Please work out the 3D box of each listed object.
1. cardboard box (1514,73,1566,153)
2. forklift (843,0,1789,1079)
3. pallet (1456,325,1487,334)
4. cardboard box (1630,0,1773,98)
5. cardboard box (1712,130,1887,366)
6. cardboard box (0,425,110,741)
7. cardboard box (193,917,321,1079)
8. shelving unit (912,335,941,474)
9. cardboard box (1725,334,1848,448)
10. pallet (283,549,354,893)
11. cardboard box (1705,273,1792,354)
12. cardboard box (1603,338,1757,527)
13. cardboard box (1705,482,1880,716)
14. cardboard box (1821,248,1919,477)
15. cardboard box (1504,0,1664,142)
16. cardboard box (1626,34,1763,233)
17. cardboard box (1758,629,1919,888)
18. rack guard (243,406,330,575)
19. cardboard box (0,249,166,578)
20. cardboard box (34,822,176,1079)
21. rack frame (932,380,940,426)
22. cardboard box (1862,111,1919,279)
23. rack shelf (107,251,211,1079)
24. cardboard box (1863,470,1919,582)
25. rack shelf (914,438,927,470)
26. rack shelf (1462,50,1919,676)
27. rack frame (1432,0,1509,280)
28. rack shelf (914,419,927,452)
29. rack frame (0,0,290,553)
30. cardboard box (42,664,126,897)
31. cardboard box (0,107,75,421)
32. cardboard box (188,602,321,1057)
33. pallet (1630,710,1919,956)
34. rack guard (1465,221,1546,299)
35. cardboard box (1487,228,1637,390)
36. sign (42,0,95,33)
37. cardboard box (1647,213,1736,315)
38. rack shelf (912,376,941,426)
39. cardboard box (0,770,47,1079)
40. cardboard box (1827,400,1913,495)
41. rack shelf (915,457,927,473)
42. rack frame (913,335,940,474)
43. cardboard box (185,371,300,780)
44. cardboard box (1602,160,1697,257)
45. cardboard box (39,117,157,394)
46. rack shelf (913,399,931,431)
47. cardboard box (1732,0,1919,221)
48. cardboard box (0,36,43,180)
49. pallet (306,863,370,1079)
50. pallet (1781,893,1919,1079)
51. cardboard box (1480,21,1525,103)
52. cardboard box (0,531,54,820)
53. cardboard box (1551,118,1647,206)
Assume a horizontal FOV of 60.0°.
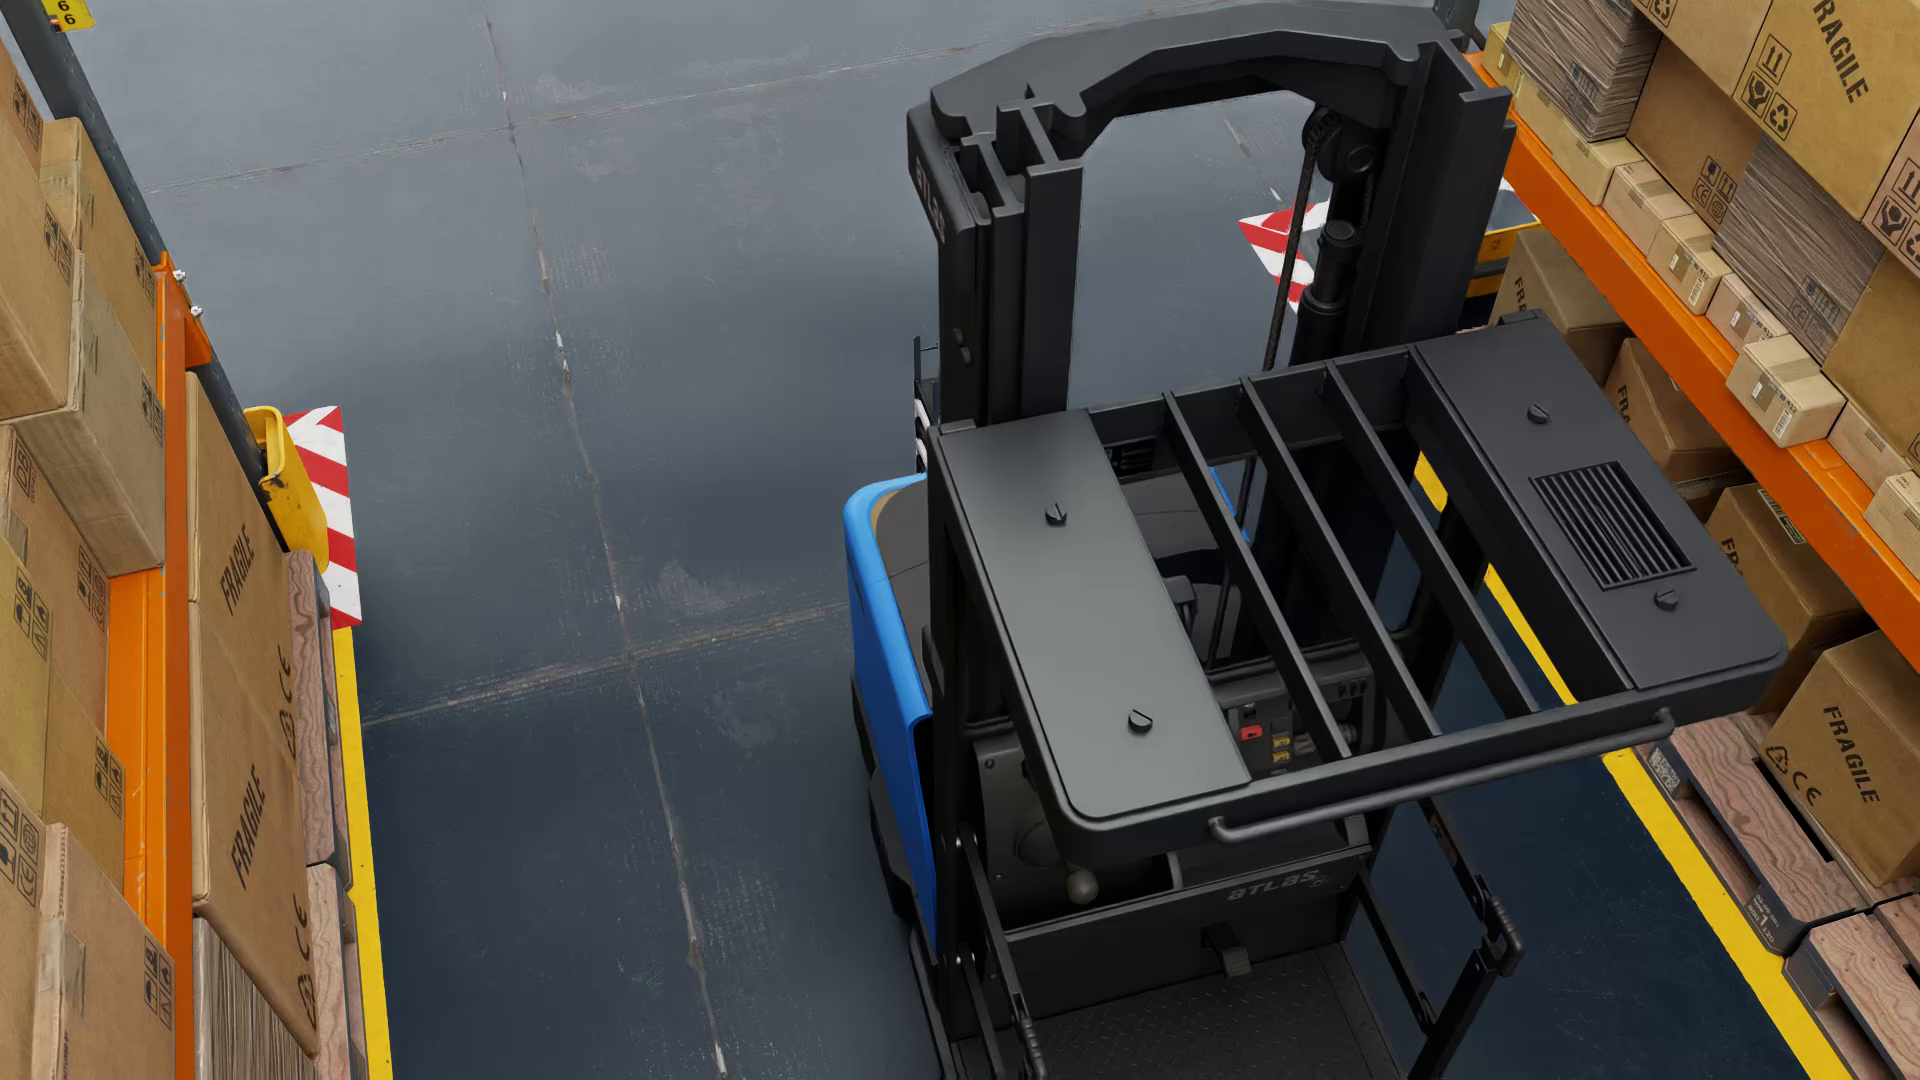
[{"bbox_3d":[1.939,-1.340,5.082,0.380,0.149,0.250,-13,51,-11],"label":"cardboard box"},{"bbox_3d":[0.549,0.600,3.327,1.130,2.935,3.031,-12,51,-10],"label":"forklift"},{"bbox_3d":[2.256,-0.315,5.877,1.003,0.211,1.213,-13,51,-11],"label":"pallet"},{"bbox_3d":[2.071,-1.491,4.131,0.500,0.500,0.500,-13,51,-11],"label":"cardboard box"},{"bbox_3d":[2.533,-0.878,4.268,0.875,0.500,0.500,-13,51,-11],"label":"cardboard box"},{"bbox_3d":[-2.359,0.224,3.501,0.875,0.550,0.550,-13,51,-11],"label":"cardboard box"},{"bbox_3d":[-1.947,1.515,3.626,0.875,0.875,0.875,-13,51,-11],"label":"cardboard box"},{"bbox_3d":[0.002,-0.284,5.401,0.258,0.900,0.210,-13,51,-11],"label":"shelving unit"},{"bbox_3d":[2.235,-0.410,4.298,0.380,0.149,0.250,-13,51,-11],"label":"cardboard box"},{"bbox_3d":[-2.430,0.642,5.071,1.003,0.211,1.213,-13,51,-11],"label":"pallet"},{"bbox_3d":[2.260,-0.616,4.472,0.380,0.149,0.250,-13,51,-11],"label":"cardboard box"},{"bbox_3d":[2.405,-0.311,5.411,0.500,0.500,0.500,-2,50,-1],"label":"cardboard box"},{"bbox_3d":[2.572,0.150,5.022,0.500,0.500,0.500,-9,50,-8],"label":"cardboard box"},{"bbox_3d":[2.669,-0.510,3.958,0.875,0.500,0.500,-13,51,-11],"label":"cardboard box"},{"bbox_3d":[2.163,-1.591,4.869,0.875,0.500,0.500,-13,51,-11],"label":"cardboard box"},{"bbox_3d":[2.426,-1.253,4.584,0.875,0.500,0.500,-13,51,-11],"label":"cardboard box"},{"bbox_3d":[2.695,0.568,4.670,0.500,0.500,0.500,-17,52,-14],"label":"cardboard box"},{"bbox_3d":[-2.748,-0.035,5.452,1.175,0.500,0.348,-13,51,-11],"label":"rack guard"},{"bbox_3d":[-2.404,-0.214,3.870,0.875,0.550,0.550,-13,51,-11],"label":"cardboard box"},{"bbox_3d":[-1.910,0.966,2.876,0.875,0.550,0.550,-13,51,-11],"label":"cardboard box"},{"bbox_3d":[0.032,-0.210,5.338,0.240,0.900,0.006,-13,51,-11],"label":"rack frame"},{"bbox_3d":[2.373,-0.762,3.517,0.500,0.500,0.500,-13,51,-11],"label":"cardboard box"},{"bbox_3d":[-2.150,0.870,3.525,1.077,0.370,4.000,-13,51,-11],"label":"rack shelf"},{"bbox_3d":[2.436,-0.057,4.001,0.380,0.149,0.250,-13,51,-11],"label":"cardboard box"},{"bbox_3d":[0.002,-0.263,5.426,0.258,0.077,0.200,-13,51,-11],"label":"rack shelf"},{"bbox_3d":[2.619,-0.178,4.409,1.077,0.370,4.000,-13,51,-11],"label":"rack shelf"},{"bbox_3d":[2.027,-1.870,5.365,1.000,3.000,0.127,-13,51,-11],"label":"rack frame"},{"bbox_3d":[0.002,-0.321,5.358,0.258,0.077,0.200,-13,51,-11],"label":"rack shelf"},{"bbox_3d":[-2.741,-0.823,4.482,1.000,3.000,0.127,-13,51,-11],"label":"rack frame"},{"bbox_3d":[-2.163,0.602,3.183,0.875,0.550,0.500,-13,51,-11],"label":"cardboard box"},{"bbox_3d":[-2.417,-0.559,3.455,0.875,0.550,0.550,-13,51,-11],"label":"cardboard box"},{"bbox_3d":[-2.215,0.849,4.187,0.875,0.875,0.875,-14,51,-12],"label":"cardboard box"},{"bbox_3d":[2.613,0.575,5.127,1.003,0.211,1.213,-13,51,-11],"label":"pallet"},{"bbox_3d":[2.050,-1.009,6.274,1.175,0.500,0.348,-13,51,-11],"label":"rack guard"},{"bbox_3d":[2.196,-0.740,5.772,0.500,0.500,0.500,-5,50,-4],"label":"cardboard box"},{"bbox_3d":[-2.219,-1.385,4.043,0.100,0.325,0.005,-13,51,-11],"label":"sign"},{"bbox_3d":[2.160,-0.792,4.620,0.380,0.149,0.250,-13,51,-11],"label":"cardboard box"},{"bbox_3d":[0.002,-0.437,5.220,0.258,0.077,0.200,-13,51,-11],"label":"rack shelf"},{"bbox_3d":[-1.936,0.624,2.458,0.875,0.550,0.550,-13,51,-11],"label":"cardboard box"},{"bbox_3d":[2.435,-0.257,4.169,0.380,0.149,0.250,-13,51,-11],"label":"cardboard box"},{"bbox_3d":[0.002,-0.205,5.495,0.258,0.077,0.200,-13,51,-11],"label":"rack shelf"},{"bbox_3d":[-0.028,-0.358,5.464,0.240,0.900,0.006,-13,51,-11],"label":"rack frame"},{"bbox_3d":[-2.477,0.207,4.729,0.875,0.875,0.875,-13,51,-11],"label":"cardboard box"},{"bbox_3d":[2.093,-0.977,4.776,0.380,0.149,0.250,-13,51,-11],"label":"cardboard box"},{"bbox_3d":[-2.588,-0.610,4.205,0.875,0.550,0.550,-13,51,-11],"label":"cardboard box"},{"bbox_3d":[0.002,-0.379,5.289,0.258,0.077,0.200,-13,51,-11],"label":"rack shelf"},{"bbox_3d":[2.220,-1.126,3.823,0.500,0.500,0.500,-13,51,-11],"label":"cardboard box"},{"bbox_3d":[-2.668,-0.939,3.776,0.875,0.550,0.550,-13,51,-11],"label":"cardboard box"},{"bbox_3d":[-2.073,1.532,4.321,1.003,0.211,1.213,-13,51,-11],"label":"pallet"},{"bbox_3d":[2.978,1.467,4.375,1.003,0.211,1.213,-13,51,-11],"label":"pallet"},{"bbox_3d":[1.884,-1.527,5.240,0.380,0.149,0.250,-13,51,-11],"label":"cardboard box"},{"bbox_3d":[-2.101,0.239,2.782,0.875,0.550,0.500,-13,51,-11],"label":"cardboard box"},{"bbox_3d":[1.999,-1.154,4.926,0.380,0.149,0.250,-13,51,-11],"label":"cardboard box"}]
